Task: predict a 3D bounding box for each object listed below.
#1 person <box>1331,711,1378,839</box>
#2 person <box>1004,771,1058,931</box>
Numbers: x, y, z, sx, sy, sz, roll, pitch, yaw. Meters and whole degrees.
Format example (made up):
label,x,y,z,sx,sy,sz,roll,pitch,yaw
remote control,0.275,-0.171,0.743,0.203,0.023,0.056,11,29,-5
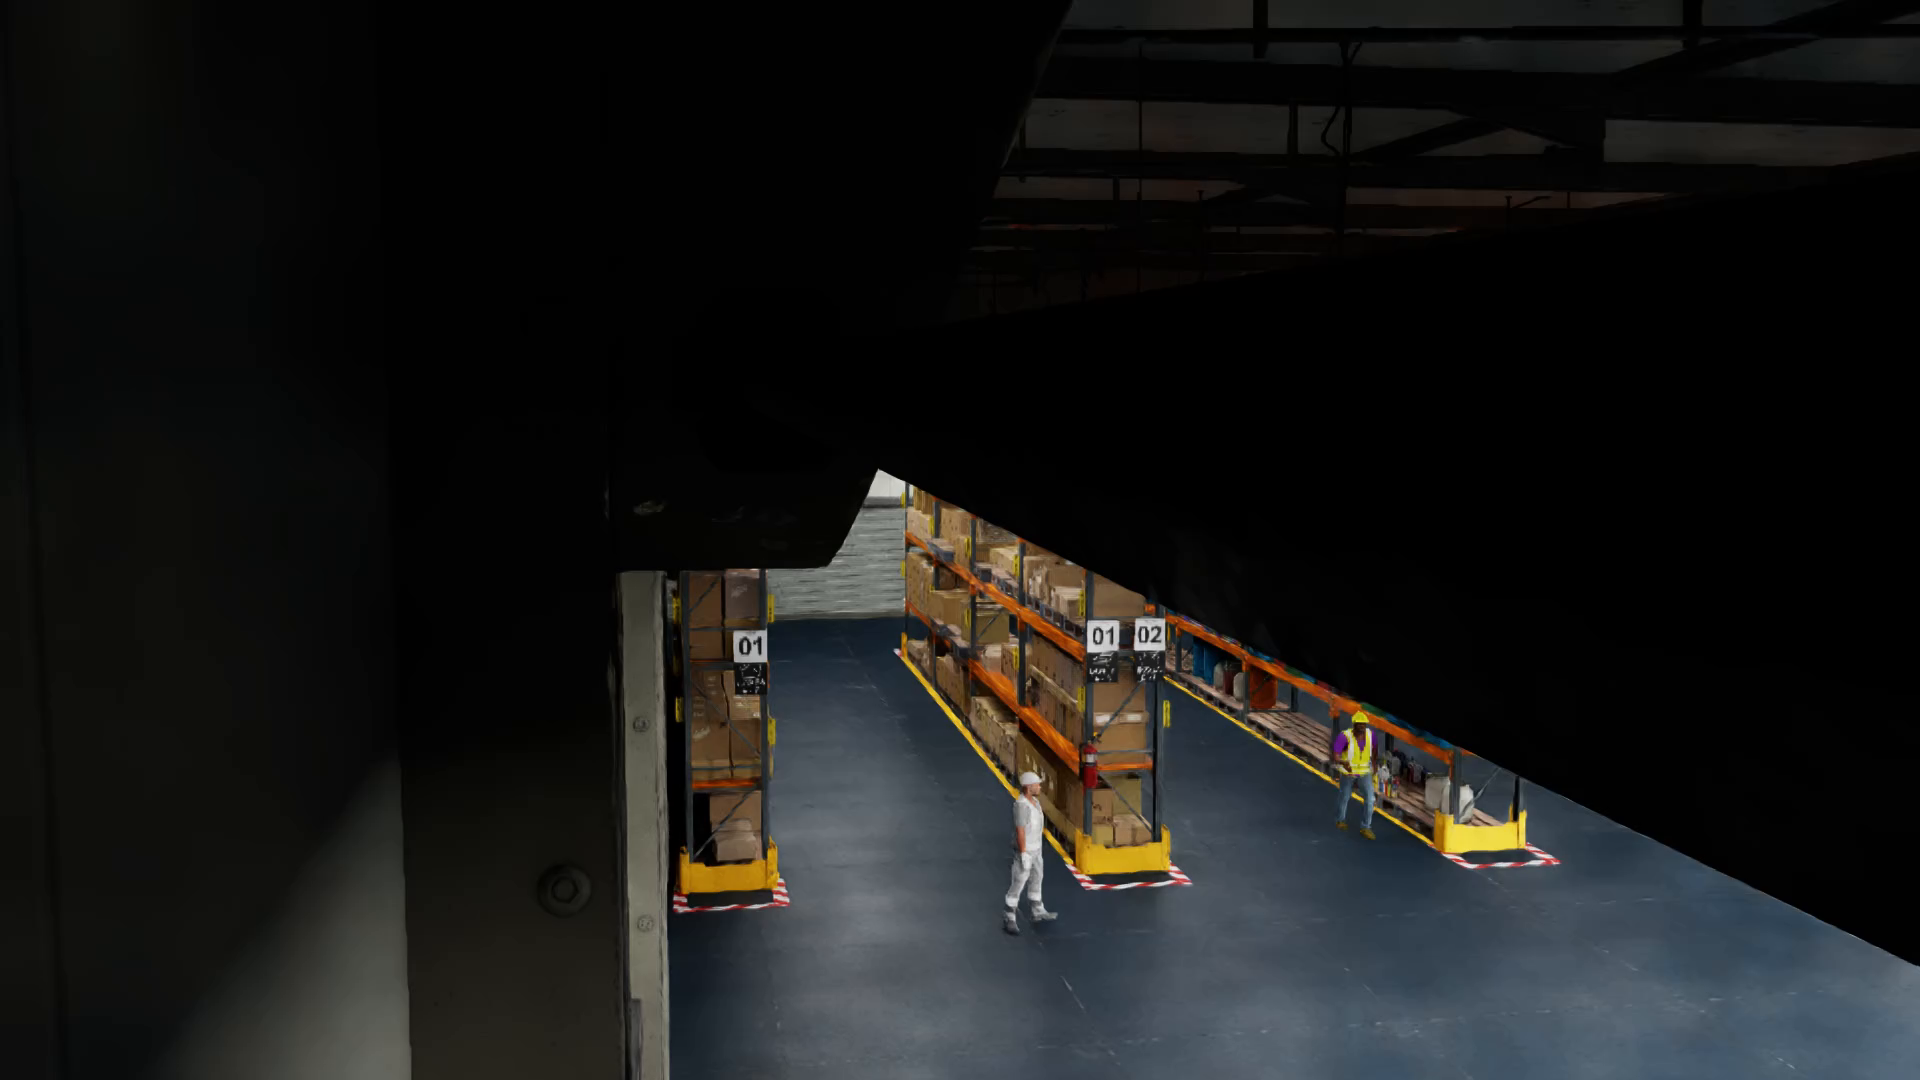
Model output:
label,x,y,z,sx,sy,sz,roll,pitch,yaw
person,5.380,3.144,22.578,0.734,1.697,0.856,0,6,-5
person,0.783,3.482,18.801,0.498,1.782,0.682,2,6,22
